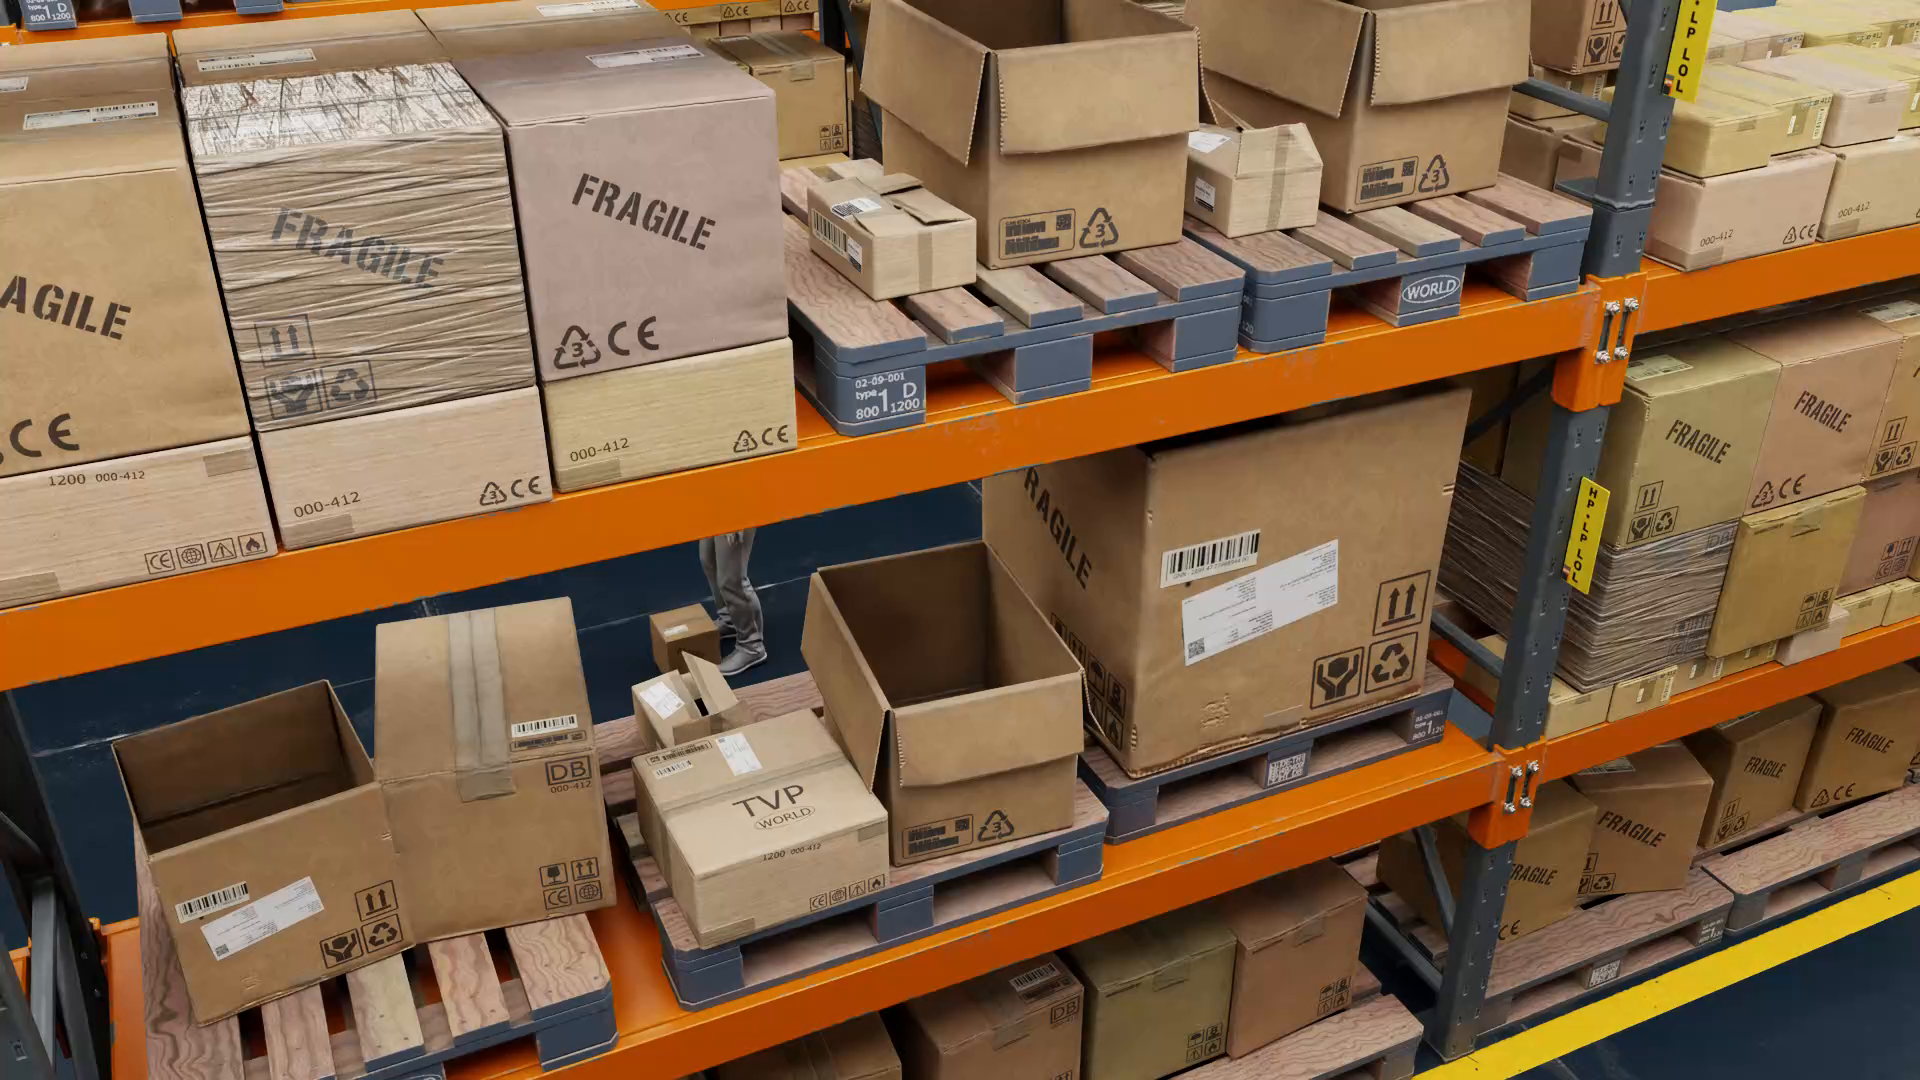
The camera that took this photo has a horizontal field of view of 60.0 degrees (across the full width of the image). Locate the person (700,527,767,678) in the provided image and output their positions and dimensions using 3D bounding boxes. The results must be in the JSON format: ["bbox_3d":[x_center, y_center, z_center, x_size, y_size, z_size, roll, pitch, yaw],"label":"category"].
[{"bbox_3d":[-1.053,-0.185,7.450,0.369,1.663,0.518,-14,33,-24],"label":"person"}]
